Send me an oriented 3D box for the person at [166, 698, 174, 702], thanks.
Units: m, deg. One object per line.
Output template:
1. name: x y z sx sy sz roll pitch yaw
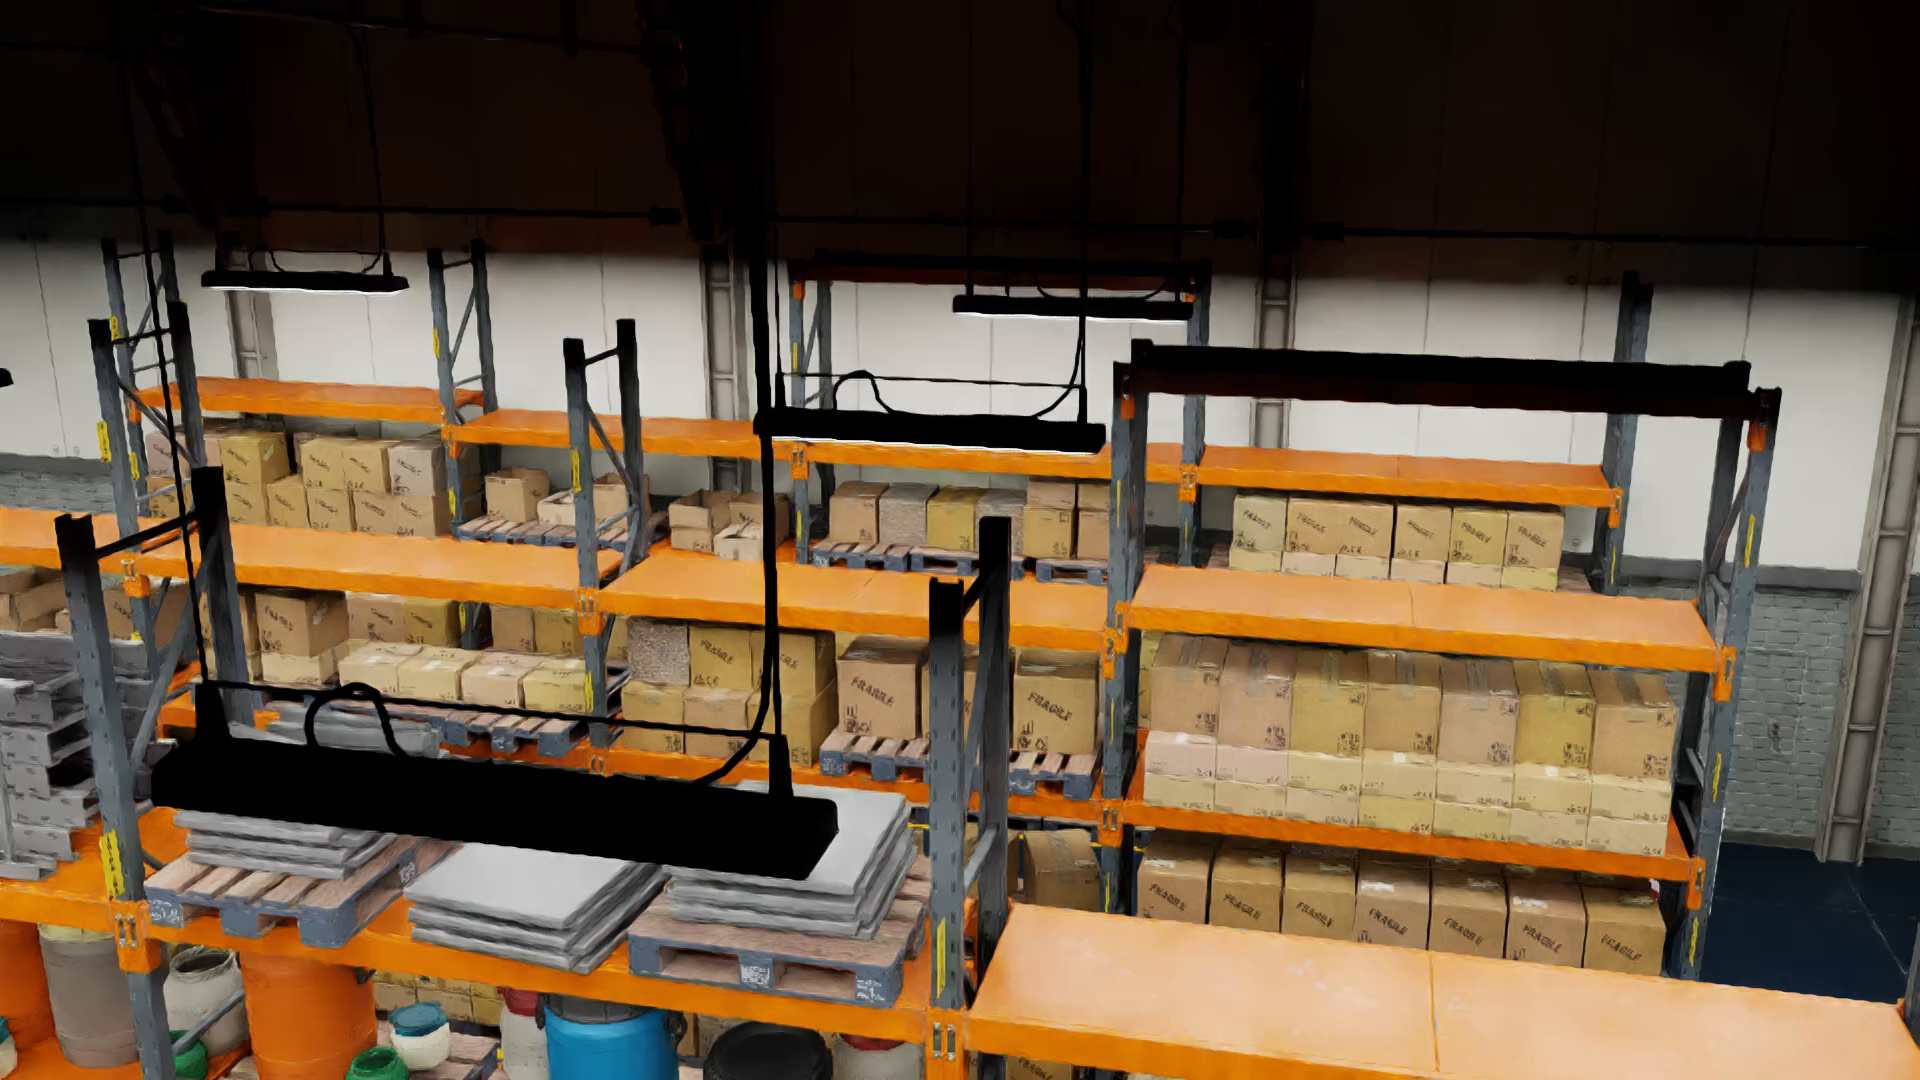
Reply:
1. person: -8.827 2.015 18.669 0.491 1.591 0.471 -8 18 -24

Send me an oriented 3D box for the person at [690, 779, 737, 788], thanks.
1. person: -2.379 2.661 16.316 0.578 1.646 0.445 -4 17 -13
